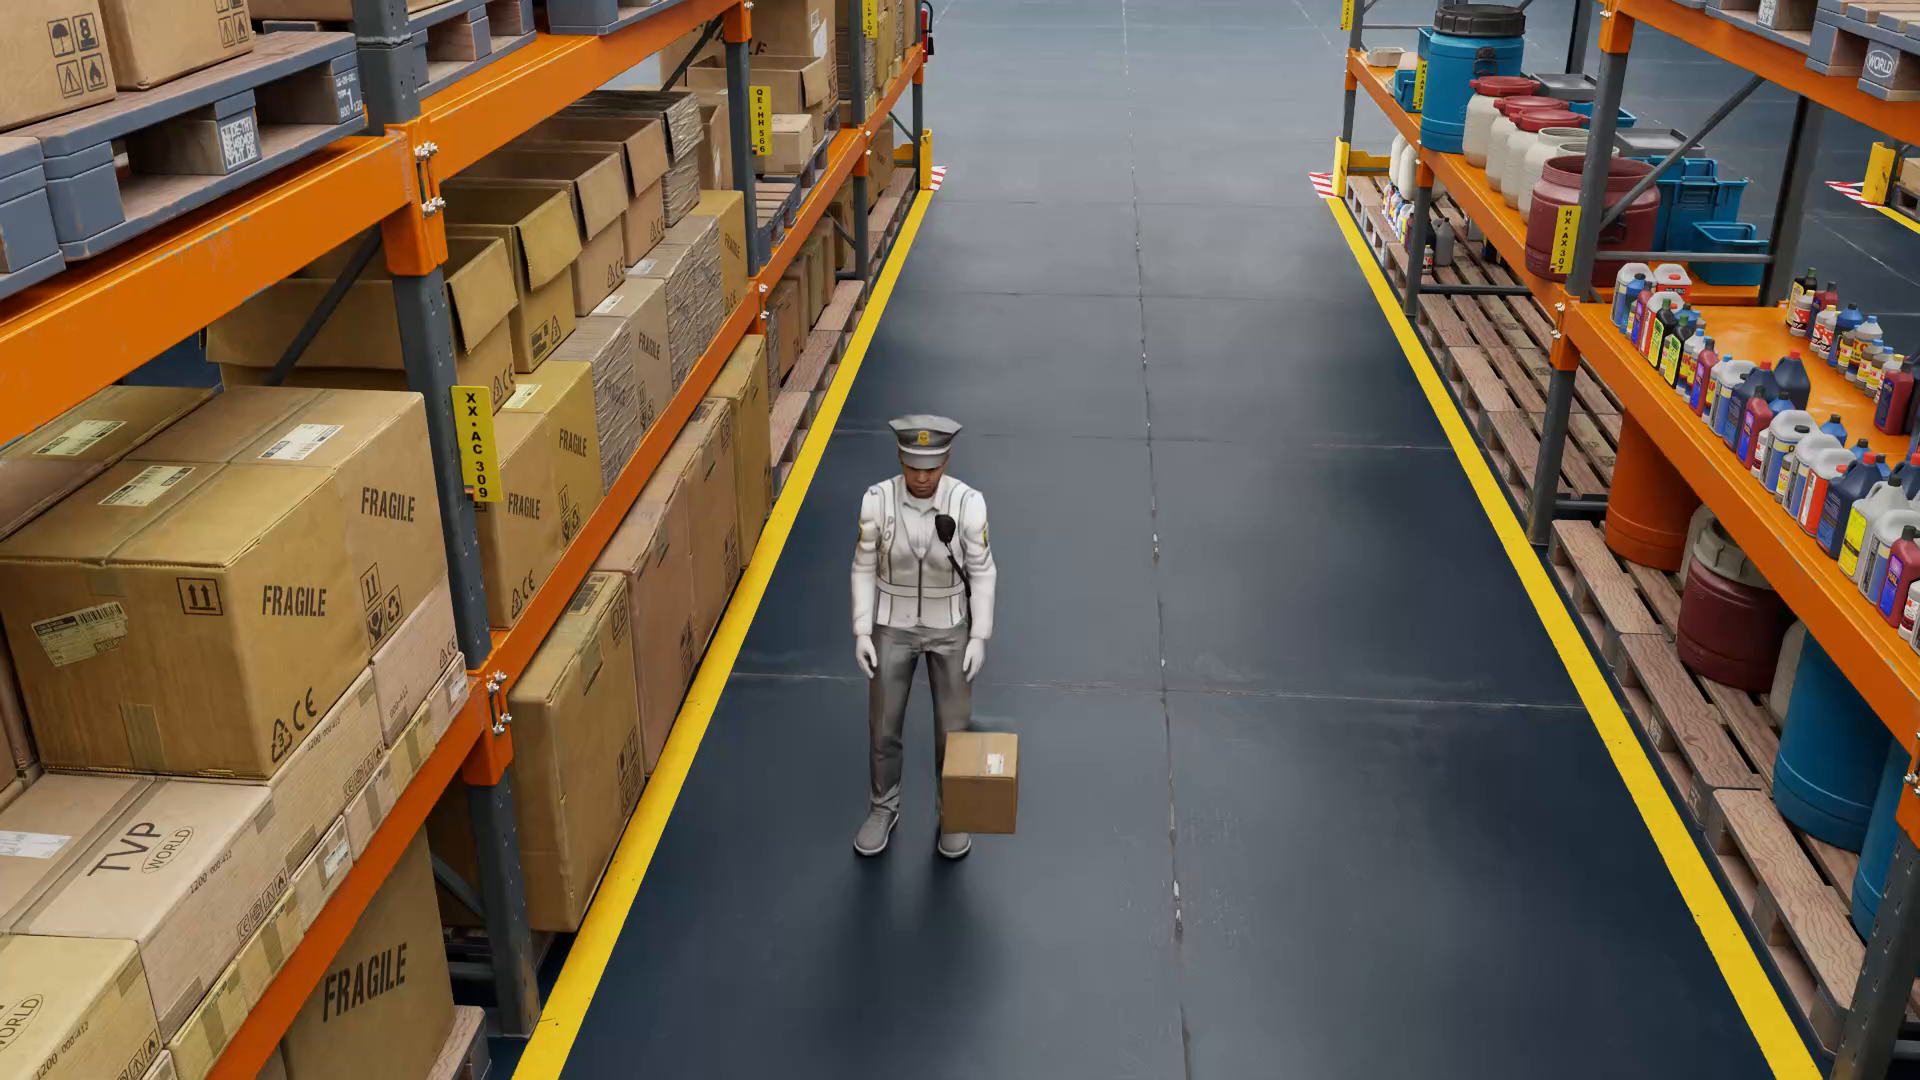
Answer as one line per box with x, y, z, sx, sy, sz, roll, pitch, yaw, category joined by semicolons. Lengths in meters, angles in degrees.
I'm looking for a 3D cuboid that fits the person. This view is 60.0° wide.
-0.130;0.334;5.867;0.510;1.669;0.358;2;25;4;person
